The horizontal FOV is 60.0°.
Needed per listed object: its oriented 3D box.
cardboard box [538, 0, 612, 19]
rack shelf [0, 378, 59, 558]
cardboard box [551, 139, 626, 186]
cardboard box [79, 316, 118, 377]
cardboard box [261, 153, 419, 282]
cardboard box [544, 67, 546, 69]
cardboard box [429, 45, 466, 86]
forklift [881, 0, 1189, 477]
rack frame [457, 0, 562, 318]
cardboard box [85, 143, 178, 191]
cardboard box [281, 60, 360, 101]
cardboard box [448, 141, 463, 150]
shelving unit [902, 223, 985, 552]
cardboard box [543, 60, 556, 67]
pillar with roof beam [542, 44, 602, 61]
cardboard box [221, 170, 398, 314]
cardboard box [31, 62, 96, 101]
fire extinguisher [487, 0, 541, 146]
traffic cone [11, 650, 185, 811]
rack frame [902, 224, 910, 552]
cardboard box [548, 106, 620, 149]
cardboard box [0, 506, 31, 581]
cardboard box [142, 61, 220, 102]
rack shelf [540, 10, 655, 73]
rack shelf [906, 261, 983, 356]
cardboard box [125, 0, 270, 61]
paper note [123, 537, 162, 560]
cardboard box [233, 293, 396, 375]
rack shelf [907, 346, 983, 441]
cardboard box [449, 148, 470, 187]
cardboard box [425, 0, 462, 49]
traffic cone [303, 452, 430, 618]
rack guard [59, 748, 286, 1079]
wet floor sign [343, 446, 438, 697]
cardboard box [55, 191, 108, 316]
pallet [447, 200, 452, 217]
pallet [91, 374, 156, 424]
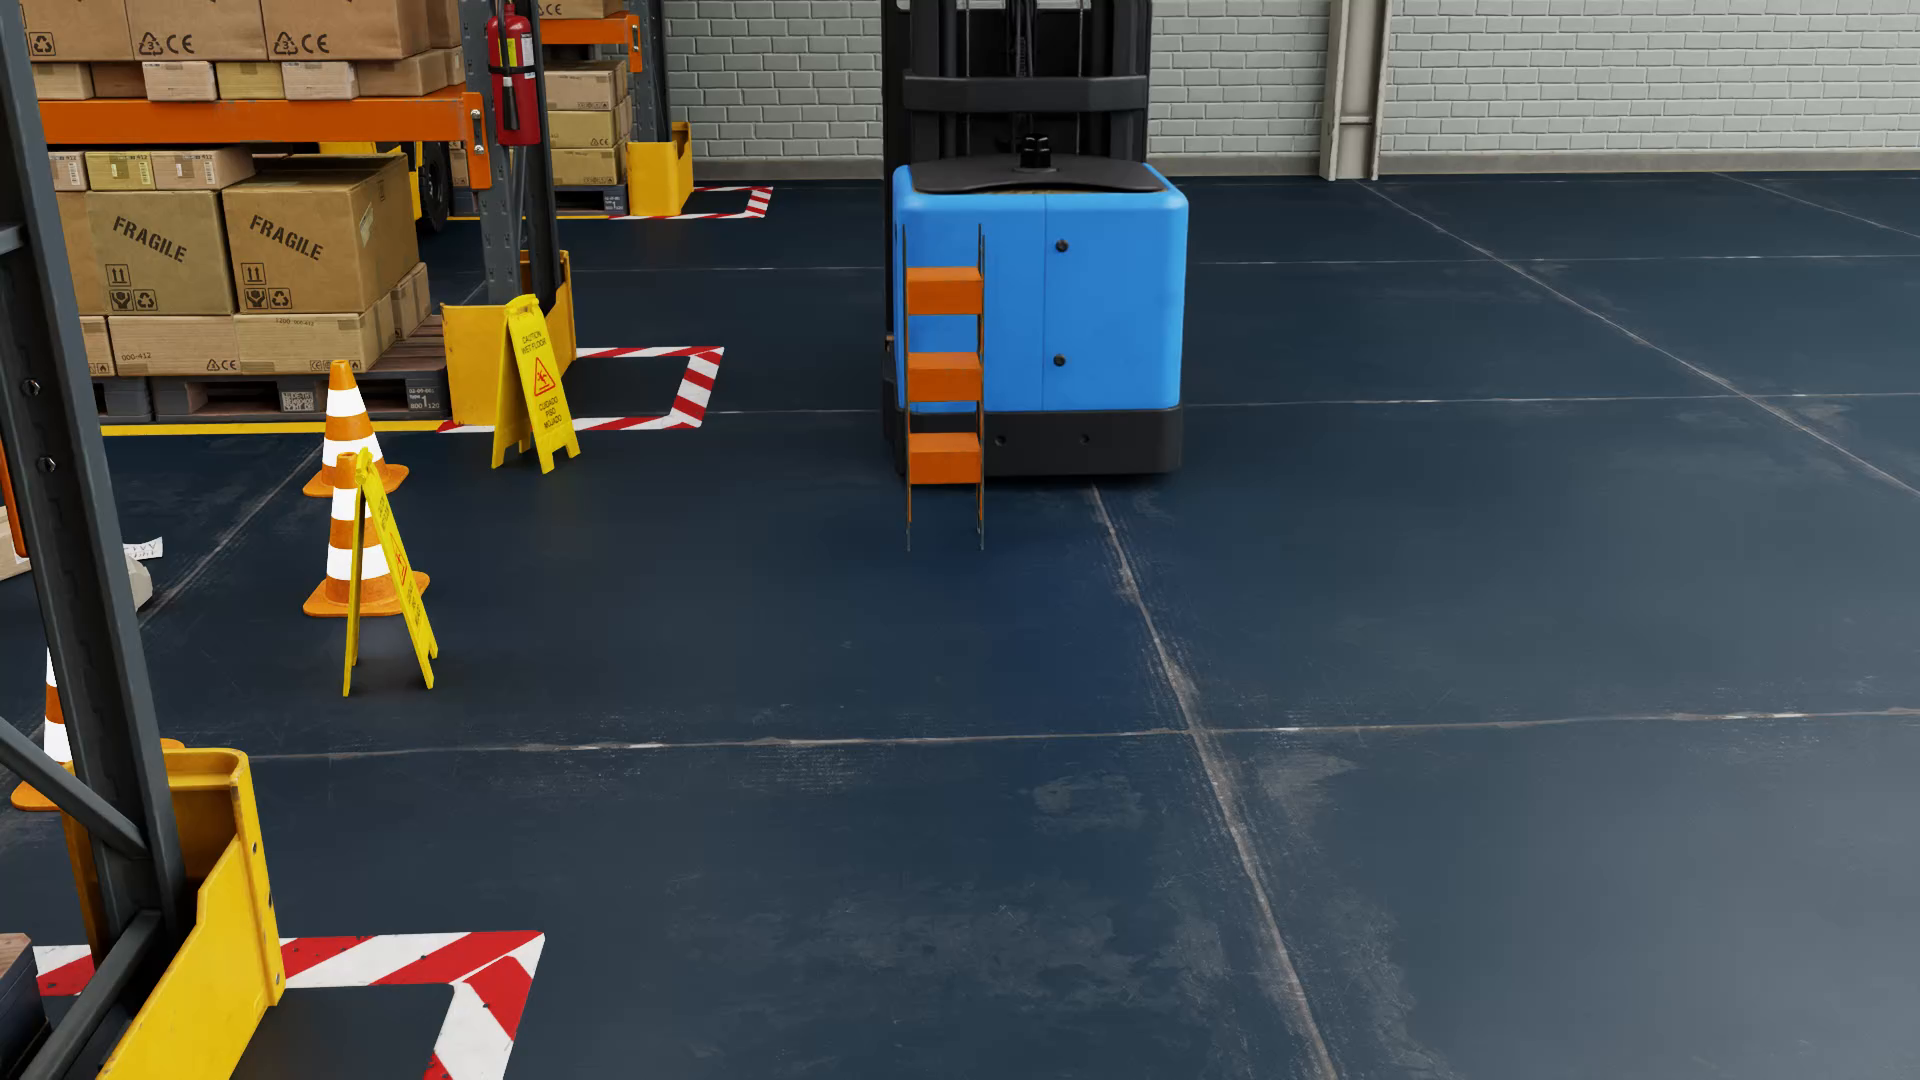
[{"bbox_3d":[-2.650,-3.790,11.219,0.500,0.500,0.500,-2,21,-4],"label":"cardboard box"},{"bbox_3d":[-3.500,0.050,2.285,4.000,0.370,1.077,-1,21,-3],"label":"rack shelf"},{"bbox_3d":[-2.625,-2.636,11.603,0.500,0.250,0.500,-1,21,-3],"label":"cardboard box"},{"bbox_3d":[-3.718,-0.862,6.944,0.500,0.250,0.500,-2,21,-5],"label":"cardboard box"},{"bbox_3d":[-2.732,-1.426,7.371,0.500,0.500,0.500,-2,21,-5],"label":"cardboard box"},{"bbox_3d":[-3.125,-3.092,11.397,0.500,0.250,0.500,-1,21,-2],"label":"cardboard box"},{"bbox_3d":[-2.238,-2.033,7.097,0.250,0.149,0.380,-1,21,-3],"label":"cardboard box"},{"bbox_3d":[0.210,-2.074,6.949,1.130,2.935,3.031,-1,21,-3],"label":"forklift"},{"bbox_3d":[-1.887,-2.083,6.877,0.127,3.000,1.000,-1,21,-3],"label":"rack frame"},{"bbox_3d":[-3.285,-1.504,6.664,0.250,0.149,0.380,-1,21,-2],"label":"cardboard box"},{"bbox_3d":[-2.494,-1.838,6.585,0.250,0.149,0.380,-1,21,-4],"label":"cardboard box"},{"bbox_3d":[-3.657,-2.846,11.452,0.500,0.250,0.500,-2,21,-4],"label":"cardboard box"},{"bbox_3d":[-0.053,-0.490,5.431,0.252,1.050,0.215,-1,21,-3],"label":"shelving unit"},{"bbox_3d":[-3.163,-3.271,11.866,0.500,0.250,0.500,-1,21,-3],"label":"cardboard box"},{"bbox_3d":[-2.675,-5.427,7.228,0.400,9.000,9.100,-1,21,-3],"label":"pillar with roof beam"},{"bbox_3d":[-2.672,-1.236,6.872,0.500,0.500,0.500,-1,21,-3],"label":"cardboard box"},{"bbox_3d":[-3.521,-1.831,6.569,0.250,0.149,0.380,-1,21,-4],"label":"cardboard box"},{"bbox_3d":[-1.746,-1.886,6.467,0.183,0.674,0.296,-1,21,-3],"label":"fire extinguisher"},{"bbox_3d":[-2.115,0.365,4.012,0.334,0.463,0.336,-1,21,-3],"label":"traffic cone"},{"bbox_3d":[-0.175,-0.487,5.425,0.008,1.050,0.200,-1,21,-3],"label":"rack frame"},{"bbox_3d":[-2.642,-2.870,11.516,0.500,0.250,0.500,-1,21,-4],"label":"cardboard box"},{"bbox_3d":[-3.079,-0.007,5.430,0.250,0.149,0.380,10,23,25],"label":"cardboard box"},{"bbox_3d":[-3.007,-1.824,6.550,0.250,0.149,0.380,-1,21,-2],"label":"cardboard box"},{"bbox_3d":[-4.171,-3.470,11.530,4.000,0.370,1.077,-1,21,-3],"label":"rack shelf"},{"bbox_3d":[-0.053,-0.745,5.334,0.240,0.259,0.215,-1,21,-3],"label":"rack shelf"},{"bbox_3d":[-2.913,-2.152,6.498,0.500,0.500,0.500,-1,21,-3],"label":"cardboard box"},{"bbox_3d":[-2.717,0.031,5.498,0.142,0.019,0.148,-9,23,-22],"label":"paper note"},{"bbox_3d":[-2.702,-0.882,6.996,0.500,0.250,0.500,-1,21,-3],"label":"cardboard box"},{"bbox_3d":[-0.053,-0.480,5.435,0.240,0.259,0.215,-1,21,-3],"label":"rack shelf"},{"bbox_3d":[-3.622,-2.622,11.567,0.500,0.250,0.500,-1,21,-2],"label":"cardboard box"},{"bbox_3d":[-2.375,-2.358,7.040,0.500,0.500,0.500,-1,21,-4],"label":"cardboard box"},{"bbox_3d":[-1.840,-0.043,5.085,0.334,0.463,0.336,-1,21,-3],"label":"traffic cone"},{"bbox_3d":[-1.479,0.841,2.710,0.348,0.500,1.175,-1,21,-3],"label":"rack guard"},{"bbox_3d":[-1.587,0.069,4.532,0.232,0.644,0.267,-5,21,-12],"label":"wet floor sign"},{"bbox_3d":[-3.697,-1.217,6.821,0.500,0.500,0.500,-2,21,-4],"label":"cardboard box"},{"bbox_3d":[-4.150,-2.489,11.862,1.213,0.211,1.003,-1,21,-3],"label":"pallet"},{"bbox_3d":[-3.991,-0.751,7.297,1.213,0.211,1.003,-1,21,-3],"label":"pallet"}]
